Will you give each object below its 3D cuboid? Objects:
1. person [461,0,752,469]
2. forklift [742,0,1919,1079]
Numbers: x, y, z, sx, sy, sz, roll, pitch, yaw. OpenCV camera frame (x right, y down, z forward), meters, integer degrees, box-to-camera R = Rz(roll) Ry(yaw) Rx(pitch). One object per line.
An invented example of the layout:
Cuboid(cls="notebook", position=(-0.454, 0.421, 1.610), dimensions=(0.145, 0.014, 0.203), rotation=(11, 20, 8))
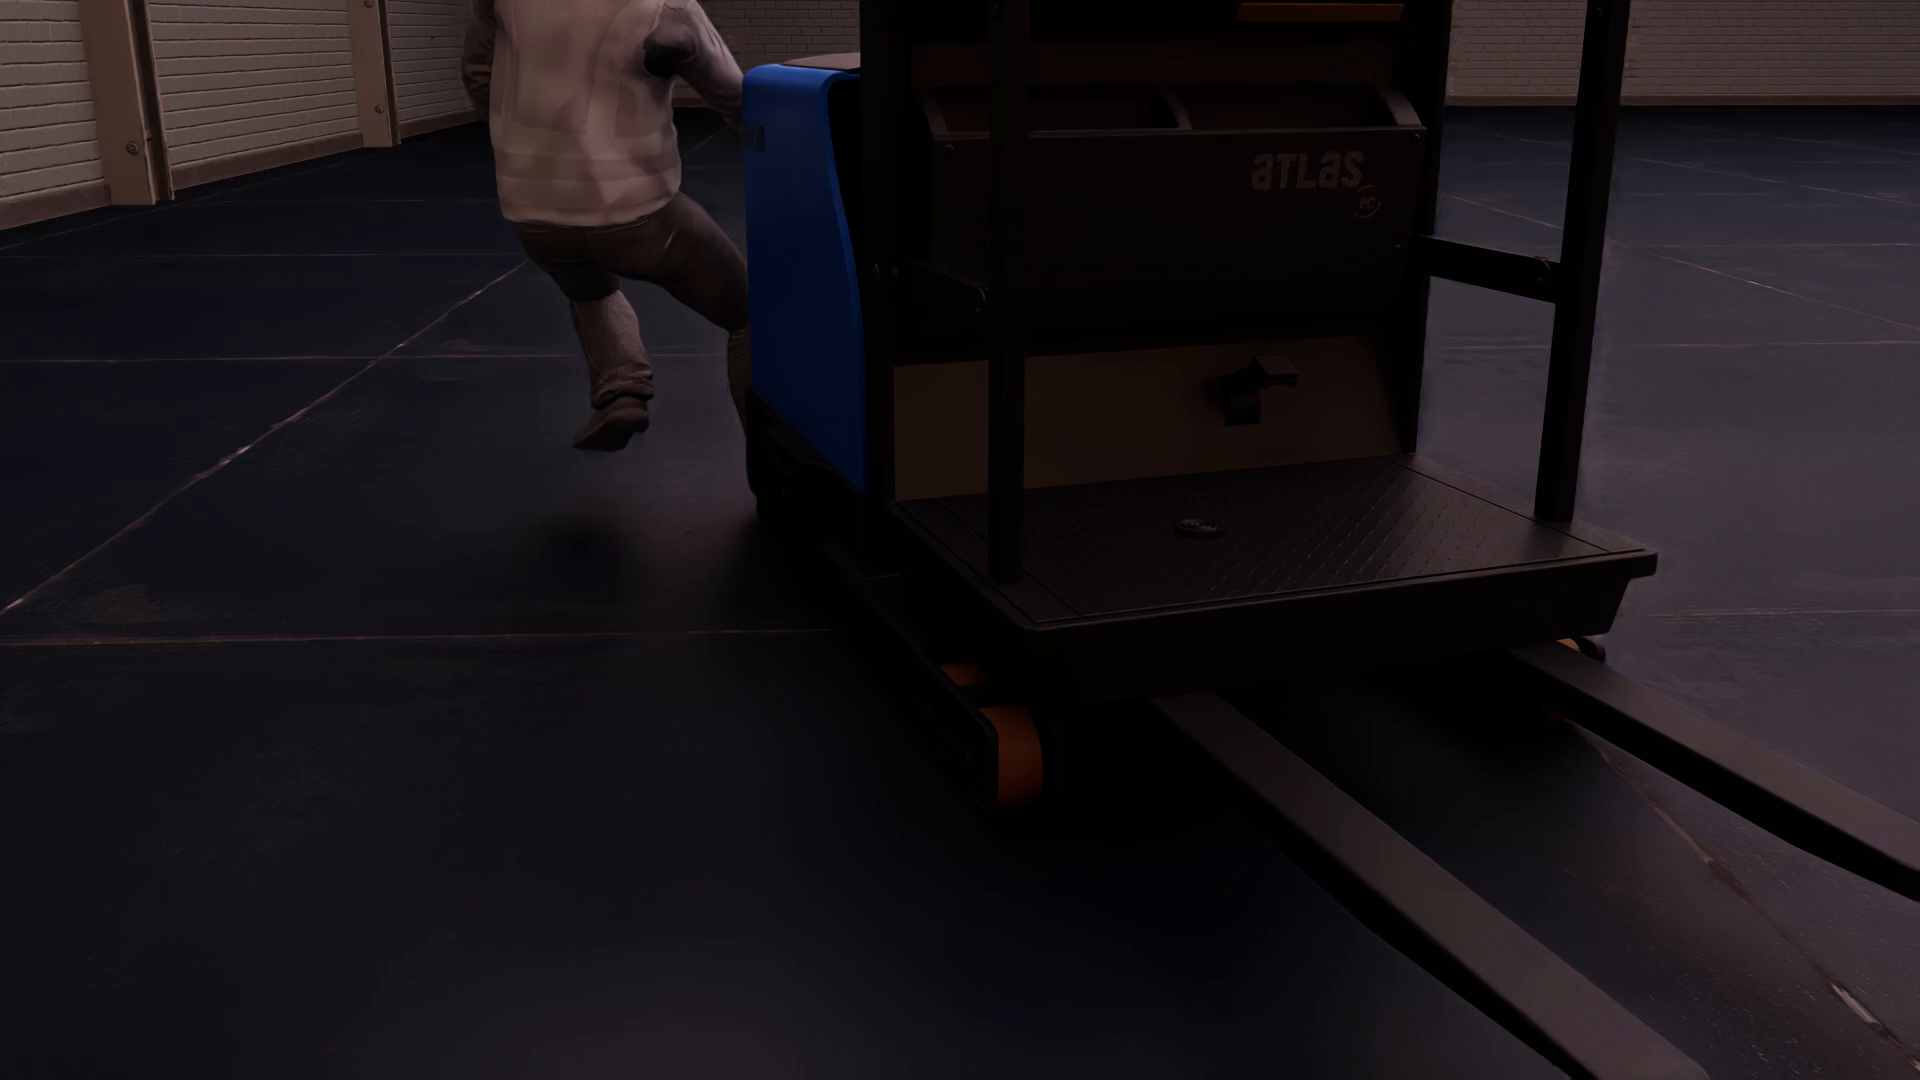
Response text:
Cuboid(cls="person", position=(-0.746, -0.873, 4.015), dimensions=(0.780, 1.639, 0.681), rotation=(6, 18, 17))
Cuboid(cls="forklift", position=(0.445, -1.119, 2.565), dimensions=(1.130, 2.935, 3.031), rotation=(-6, 18, -18))
